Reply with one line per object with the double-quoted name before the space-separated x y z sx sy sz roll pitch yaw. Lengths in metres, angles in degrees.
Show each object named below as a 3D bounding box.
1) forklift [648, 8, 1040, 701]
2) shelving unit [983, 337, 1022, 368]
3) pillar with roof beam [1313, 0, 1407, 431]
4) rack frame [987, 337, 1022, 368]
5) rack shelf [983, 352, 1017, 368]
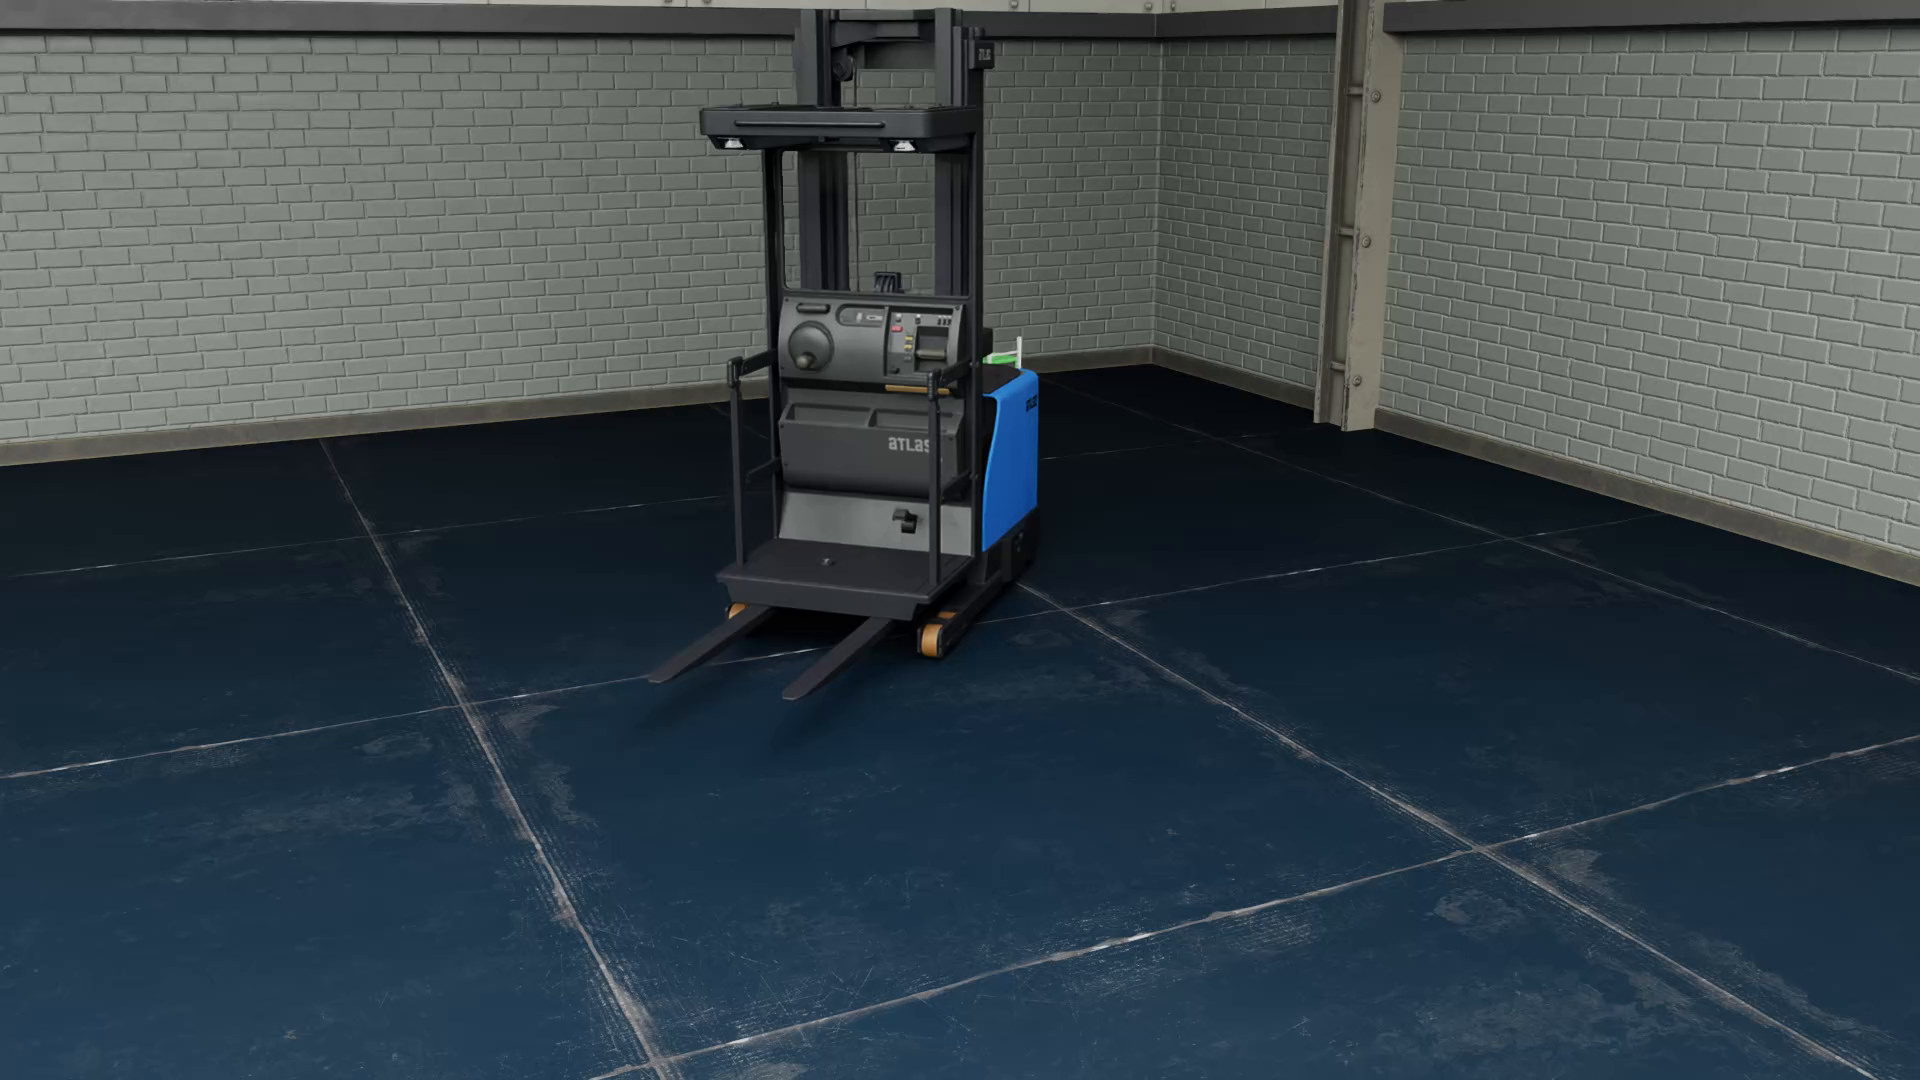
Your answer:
"forklift" -0.503 -0.976 7.839 1.130 2.935 3.031 5 17 18
"shelving unit" 0.099 -0.606 9.688 0.258 1.200 0.503 -12 20 -37
"pillar with roof beam" -0.894 -4.697 9.806 9.100 9.000 0.400 -8 18 -25
"rack frame" 0.250 -0.553 9.504 0.240 1.200 0.015 -12 20 -37
"rack shelf" 0.099 -1.006 9.573 0.258 0.148 0.480 -12 20 -37
